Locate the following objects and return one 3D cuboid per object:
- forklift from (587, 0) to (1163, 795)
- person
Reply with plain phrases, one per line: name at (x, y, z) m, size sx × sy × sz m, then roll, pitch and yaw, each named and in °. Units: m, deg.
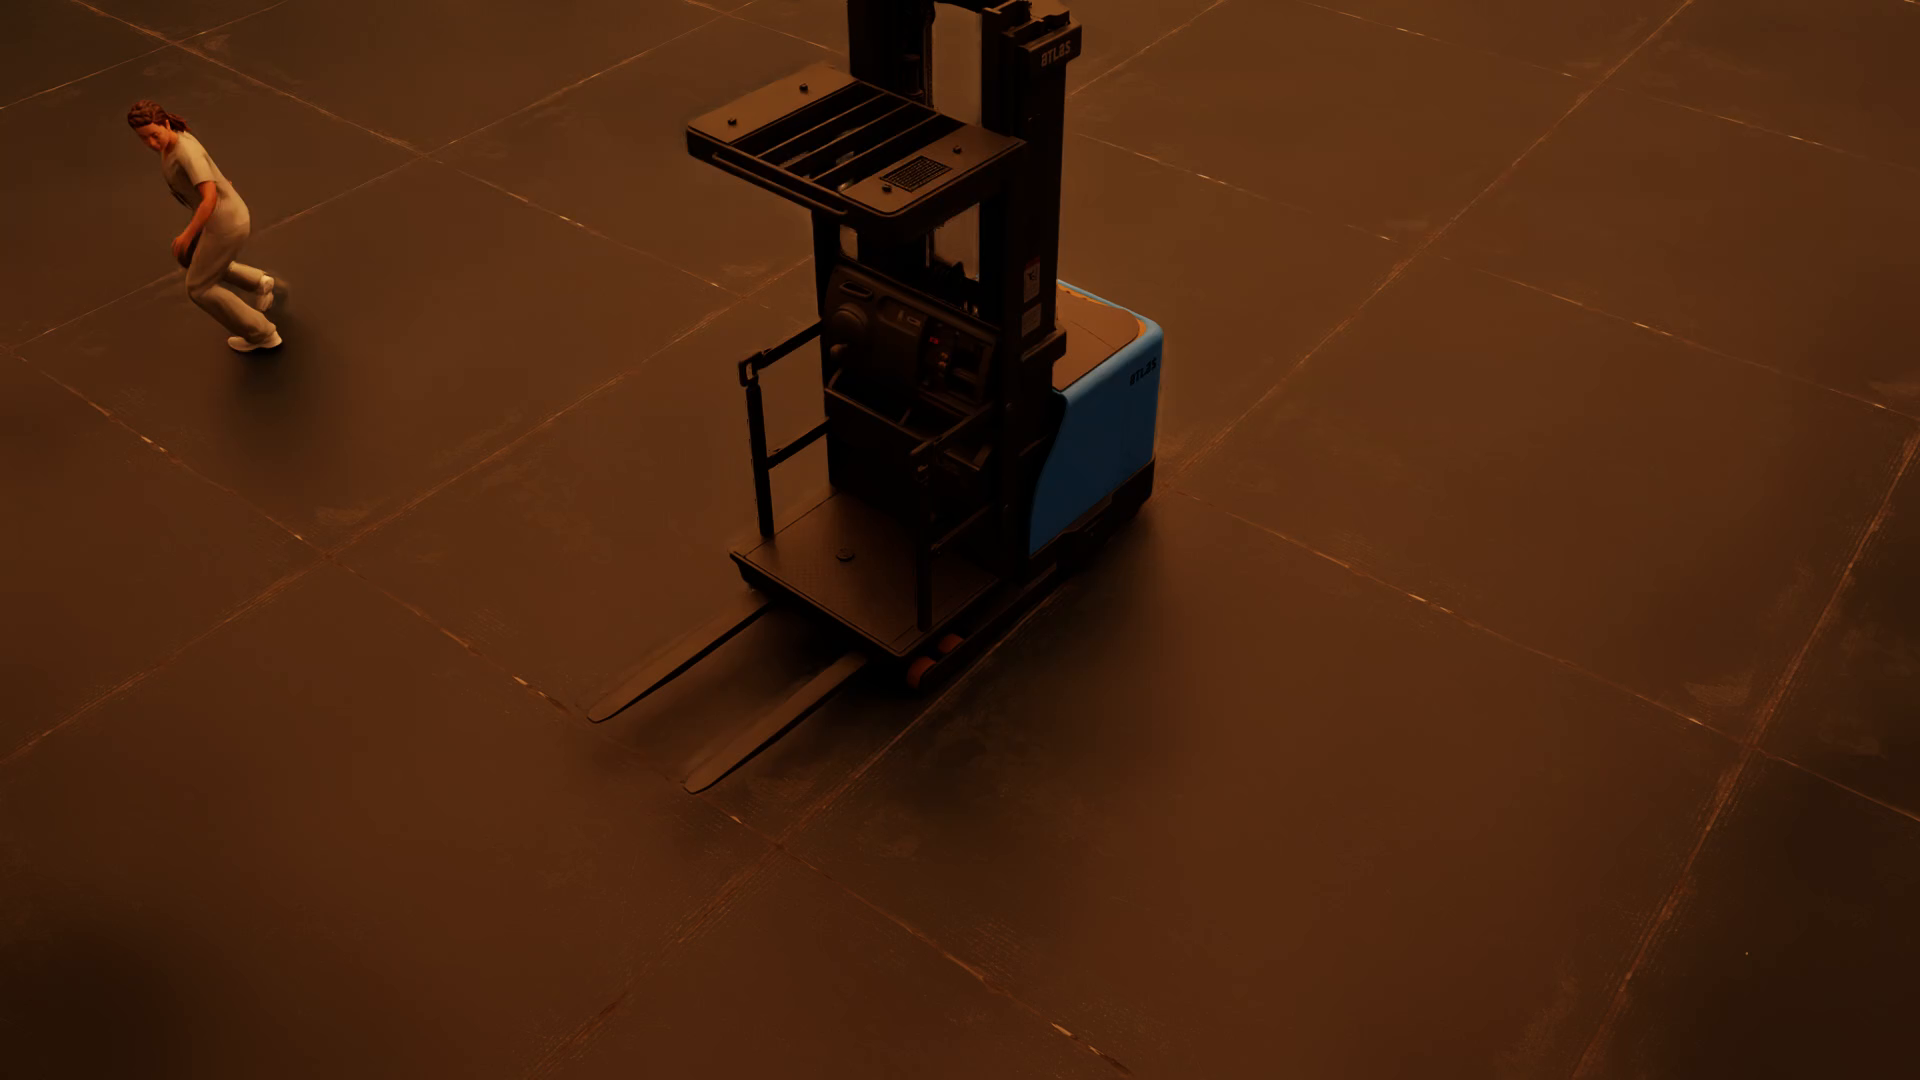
forklift at (-0.359, -0.796, 7.008) m, size 1.130 × 2.935 × 3.031 m, roll 29°, pitch 48°, yaw 30°
person at (-4.208, -1.795, 9.322) m, size 0.460 × 1.537 × 0.877 m, roll -17°, pitch 43°, yaw -19°
